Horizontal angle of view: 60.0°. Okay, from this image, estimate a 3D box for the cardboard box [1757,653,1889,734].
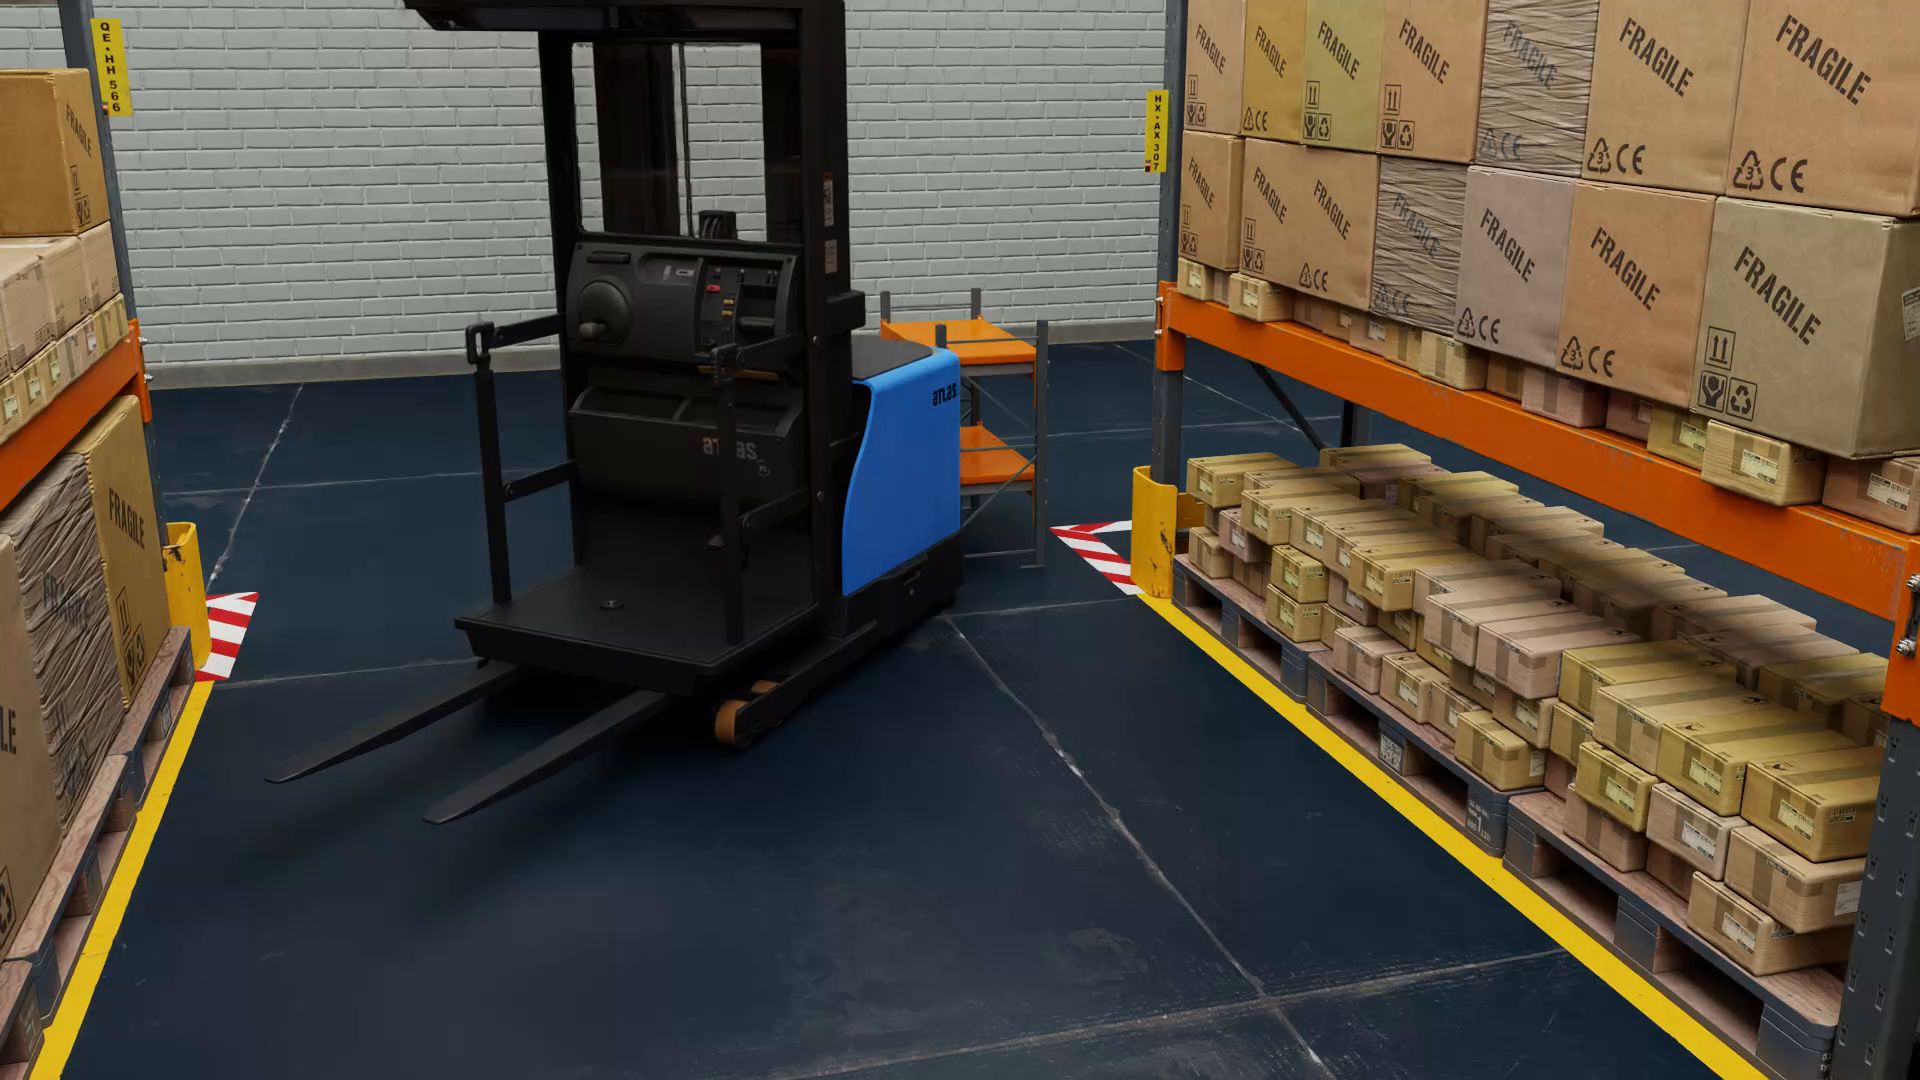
[{"bbox_3d":[2.395,0.432,4.492,0.380,0.149,0.250,-5,17,-16],"label":"cardboard box"}]

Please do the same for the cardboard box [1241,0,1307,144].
[{"bbox_3d":[1.340,-1.680,5.903,0.500,0.500,0.500,-4,17,-14],"label":"cardboard box"}]

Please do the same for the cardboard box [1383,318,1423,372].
[{"bbox_3d":[1.578,-0.632,5.278,0.380,0.149,0.250,-4,17,-13],"label":"cardboard box"}]

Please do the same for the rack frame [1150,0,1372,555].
[{"bbox_3d":[1.327,-1.295,7.050,1.000,3.000,0.127,-5,17,-15],"label":"rack frame"}]

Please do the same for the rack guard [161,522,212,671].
[{"bbox_3d":[-3.477,0.259,6.219,1.175,0.500,0.348,-5,17,-15],"label":"rack guard"}]

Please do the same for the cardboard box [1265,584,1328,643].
[{"bbox_3d":[1.353,0.253,6.122,0.380,0.149,0.250,-4,17,-15],"label":"cardboard box"}]

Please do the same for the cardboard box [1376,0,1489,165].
[{"bbox_3d":[1.605,-1.394,4.949,0.500,0.500,0.500,-5,18,-17],"label":"cardboard box"}]

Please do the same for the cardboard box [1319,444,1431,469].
[{"bbox_3d":[1.716,-0.290,6.893,0.380,0.149,0.250,-4,17,-15],"label":"cardboard box"}]

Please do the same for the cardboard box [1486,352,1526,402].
[{"bbox_3d":[1.762,-0.491,4.809,0.380,0.149,0.250,-5,17,-16],"label":"cardboard box"}]

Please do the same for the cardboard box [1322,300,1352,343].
[{"bbox_3d":[1.487,-0.776,5.757,0.380,0.149,0.250,-5,17,-16],"label":"cardboard box"}]

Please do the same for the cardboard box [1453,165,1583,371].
[{"bbox_3d":[1.744,-0.772,4.617,0.500,0.500,0.500,-5,17,-16],"label":"cardboard box"}]

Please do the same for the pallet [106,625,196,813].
[{"bbox_3d":[-3.175,0.619,5.523,1.003,0.211,1.213,-5,17,-15],"label":"pallet"}]

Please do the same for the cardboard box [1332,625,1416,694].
[{"bbox_3d":[1.500,0.392,5.660,0.380,0.149,0.250,-6,18,-18],"label":"cardboard box"}]

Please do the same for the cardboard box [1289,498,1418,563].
[{"bbox_3d":[1.429,-0.035,6.048,0.380,0.149,0.250,-6,18,-18],"label":"cardboard box"}]

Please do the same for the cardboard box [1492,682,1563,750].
[{"bbox_3d":[1.793,0.478,4.854,0.380,0.149,0.250,-4,17,-14],"label":"cardboard box"}]

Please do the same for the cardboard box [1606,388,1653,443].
[{"bbox_3d":[1.926,-0.347,4.330,0.380,0.149,0.250,-5,17,-17],"label":"cardboard box"}]

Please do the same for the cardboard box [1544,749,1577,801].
[{"bbox_3d":[1.909,0.665,4.750,0.380,0.149,0.250,-5,17,-17],"label":"cardboard box"}]

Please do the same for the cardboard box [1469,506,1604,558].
[{"bbox_3d":[2.061,-0.007,5.954,0.380,0.149,0.250,-4,17,-13],"label":"cardboard box"}]

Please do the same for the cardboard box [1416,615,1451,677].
[{"bbox_3d":[1.707,0.325,5.363,0.380,0.149,0.250,-4,17,-13],"label":"cardboard box"}]

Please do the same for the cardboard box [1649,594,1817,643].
[{"bbox_3d":[2.310,0.285,4.982,0.380,0.149,0.250,-4,17,-14],"label":"cardboard box"}]

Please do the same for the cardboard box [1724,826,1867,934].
[{"bbox_3d":[2.034,0.771,3.880,0.380,0.149,0.250,-4,17,-14],"label":"cardboard box"}]

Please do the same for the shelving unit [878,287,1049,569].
[{"bbox_3d":[-0.002,-0.541,7.796,0.538,1.125,1.048,-5,17,-15],"label":"shelving unit"}]

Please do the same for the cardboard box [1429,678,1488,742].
[{"bbox_3d":[1.699,0.530,5.199,0.380,0.149,0.250,-4,17,-14],"label":"cardboard box"}]

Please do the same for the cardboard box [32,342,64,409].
[{"bbox_3d":[-2.773,-0.456,4.692,0.380,0.149,0.250,-5,17,-16],"label":"cardboard box"}]

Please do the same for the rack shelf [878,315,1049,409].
[{"bbox_3d":[-0.002,-0.821,7.712,0.538,0.278,1.000,-5,17,-15],"label":"rack shelf"}]

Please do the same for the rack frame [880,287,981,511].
[{"bbox_3d":[-0.142,-0.681,8.265,0.500,1.125,0.032,-5,17,-15],"label":"rack frame"}]

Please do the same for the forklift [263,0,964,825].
[{"bbox_3d":[-1.080,-0.844,5.666,1.130,2.935,3.031,8,18,25],"label":"forklift"}]

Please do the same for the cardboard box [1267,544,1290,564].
[{"bbox_3d":[1.397,0.033,6.338,0.380,0.149,0.250,-4,17,-15],"label":"cardboard box"}]

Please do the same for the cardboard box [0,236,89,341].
[{"bbox_3d":[-2.943,-0.748,4.973,0.500,0.250,0.500,-5,17,-16],"label":"cardboard box"}]

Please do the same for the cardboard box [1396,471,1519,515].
[{"bbox_3d":[1.923,-0.154,6.442,0.380,0.149,0.250,-5,17,-16],"label":"cardboard box"}]

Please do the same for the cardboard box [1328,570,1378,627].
[{"bbox_3d":[1.528,0.178,5.854,0.380,0.149,0.250,-6,18,-18],"label":"cardboard box"}]

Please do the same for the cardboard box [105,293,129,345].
[{"bbox_3d":[-3.056,-0.738,5.632,0.380,0.149,0.250,-4,17,-14],"label":"cardboard box"}]

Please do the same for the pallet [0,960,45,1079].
[{"bbox_3d":[-2.504,1.294,3.276,1.003,0.211,1.213,-5,17,-15],"label":"pallet"}]

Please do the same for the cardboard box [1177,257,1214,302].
[{"bbox_3d":[1.101,-1.059,6.701,0.380,0.149,0.250,-5,17,-16],"label":"cardboard box"}]

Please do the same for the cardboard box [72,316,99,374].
[{"bbox_3d":[-2.914,-0.597,5.161,0.380,0.149,0.250,-5,17,-15],"label":"cardboard box"}]

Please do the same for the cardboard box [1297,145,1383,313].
[{"bbox_3d":[1.479,-1.057,5.566,0.500,0.500,0.500,-4,17,-15],"label":"cardboard box"}]

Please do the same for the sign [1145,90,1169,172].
[{"bbox_3d":[0.805,-1.667,6.782,0.100,0.325,0.005,-5,17,-15],"label":"sign"}]

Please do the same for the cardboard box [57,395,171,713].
[{"bbox_3d":[-3.217,0.056,5.514,0.875,0.875,0.875,-5,17,-15],"label":"cardboard box"}]

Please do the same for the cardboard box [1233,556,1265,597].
[{"bbox_3d":[1.314,0.105,6.613,0.380,0.149,0.250,-5,17,-15],"label":"cardboard box"}]

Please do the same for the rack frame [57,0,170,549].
[{"bbox_3d":[-3.470,-0.931,5.838,1.000,3.000,0.127,-5,17,-15],"label":"rack frame"}]

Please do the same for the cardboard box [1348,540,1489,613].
[{"bbox_3d":[1.525,0.118,5.535,0.380,0.149,0.250,-4,17,-14],"label":"cardboard box"}]

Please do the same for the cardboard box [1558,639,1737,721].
[{"bbox_3d":[1.898,0.399,4.601,0.380,0.149,0.250,-4,17,-13],"label":"cardboard box"}]

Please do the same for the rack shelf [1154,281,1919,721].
[{"bbox_3d":[1.876,-0.397,5.312,1.077,0.370,4.000,-5,17,-15],"label":"rack shelf"}]

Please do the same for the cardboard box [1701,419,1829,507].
[{"bbox_3d":[1.947,-0.192,3.813,0.380,0.149,0.250,-5,17,-17],"label":"cardboard box"}]

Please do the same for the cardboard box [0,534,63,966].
[{"bbox_3d":[-2.723,0.554,3.857,0.875,0.875,0.875,-5,17,-15],"label":"cardboard box"}]

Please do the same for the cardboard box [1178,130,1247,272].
[{"bbox_3d":[1.185,-1.340,6.507,0.500,0.500,0.500,-4,17,-13],"label":"cardboard box"}]

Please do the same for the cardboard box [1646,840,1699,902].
[{"bbox_3d":[2.000,0.815,4.249,0.380,0.149,0.250,-4,17,-14],"label":"cardboard box"}]

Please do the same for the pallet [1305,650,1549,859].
[{"bbox_3d":[1.869,0.626,5.502,1.003,0.211,1.213,-5,17,-15],"label":"pallet"}]

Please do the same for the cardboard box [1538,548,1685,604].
[{"bbox_3d":[2.126,0.145,5.448,0.380,0.149,0.250,-5,17,-15],"label":"cardboard box"}]

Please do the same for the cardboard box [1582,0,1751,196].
[{"bbox_3d":[1.890,-1.109,4.002,0.500,0.500,0.500,-5,18,-17],"label":"cardboard box"}]

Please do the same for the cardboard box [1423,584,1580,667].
[{"bbox_3d":[1.649,0.258,5.071,0.380,0.149,0.250,-5,18,-17],"label":"cardboard box"}]

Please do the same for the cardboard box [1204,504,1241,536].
[{"bbox_3d":[1.224,-0.108,6.807,0.380,0.149,0.250,-4,17,-13],"label":"cardboard box"}]

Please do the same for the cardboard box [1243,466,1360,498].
[{"bbox_3d":[1.336,-0.177,6.520,0.380,0.149,0.250,-4,17,-14],"label":"cardboard box"}]

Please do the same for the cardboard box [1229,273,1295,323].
[{"bbox_3d":[1.233,-0.914,6.216,0.380,0.149,0.250,-5,17,-17],"label":"cardboard box"}]

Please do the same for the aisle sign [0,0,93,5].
[{"bbox_3d":[-3.201,-2.220,5.609,0.394,0.787,0.004,-5,17,-15],"label":"aisle sign"}]

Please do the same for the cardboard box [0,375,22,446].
[{"bbox_3d":[-2.636,-0.315,4.225,0.380,0.149,0.250,-4,17,-14],"label":"cardboard box"}]

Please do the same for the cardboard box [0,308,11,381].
[{"bbox_3d":[-2.656,-0.464,4.025,0.500,0.250,0.500,-5,17,-15],"label":"cardboard box"}]

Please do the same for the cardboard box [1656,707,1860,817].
[{"bbox_3d":[1.970,0.545,4.115,0.380,0.149,0.250,-4,17,-15],"label":"cardboard box"}]

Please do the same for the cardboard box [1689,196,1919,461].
[{"bbox_3d":[2.021,-0.491,3.680,0.500,0.500,0.500,-5,17,-15],"label":"cardboard box"}]

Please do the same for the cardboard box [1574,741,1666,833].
[{"bbox_3d":[1.857,0.624,4.368,0.380,0.149,0.250,-5,18,-17],"label":"cardboard box"}]
